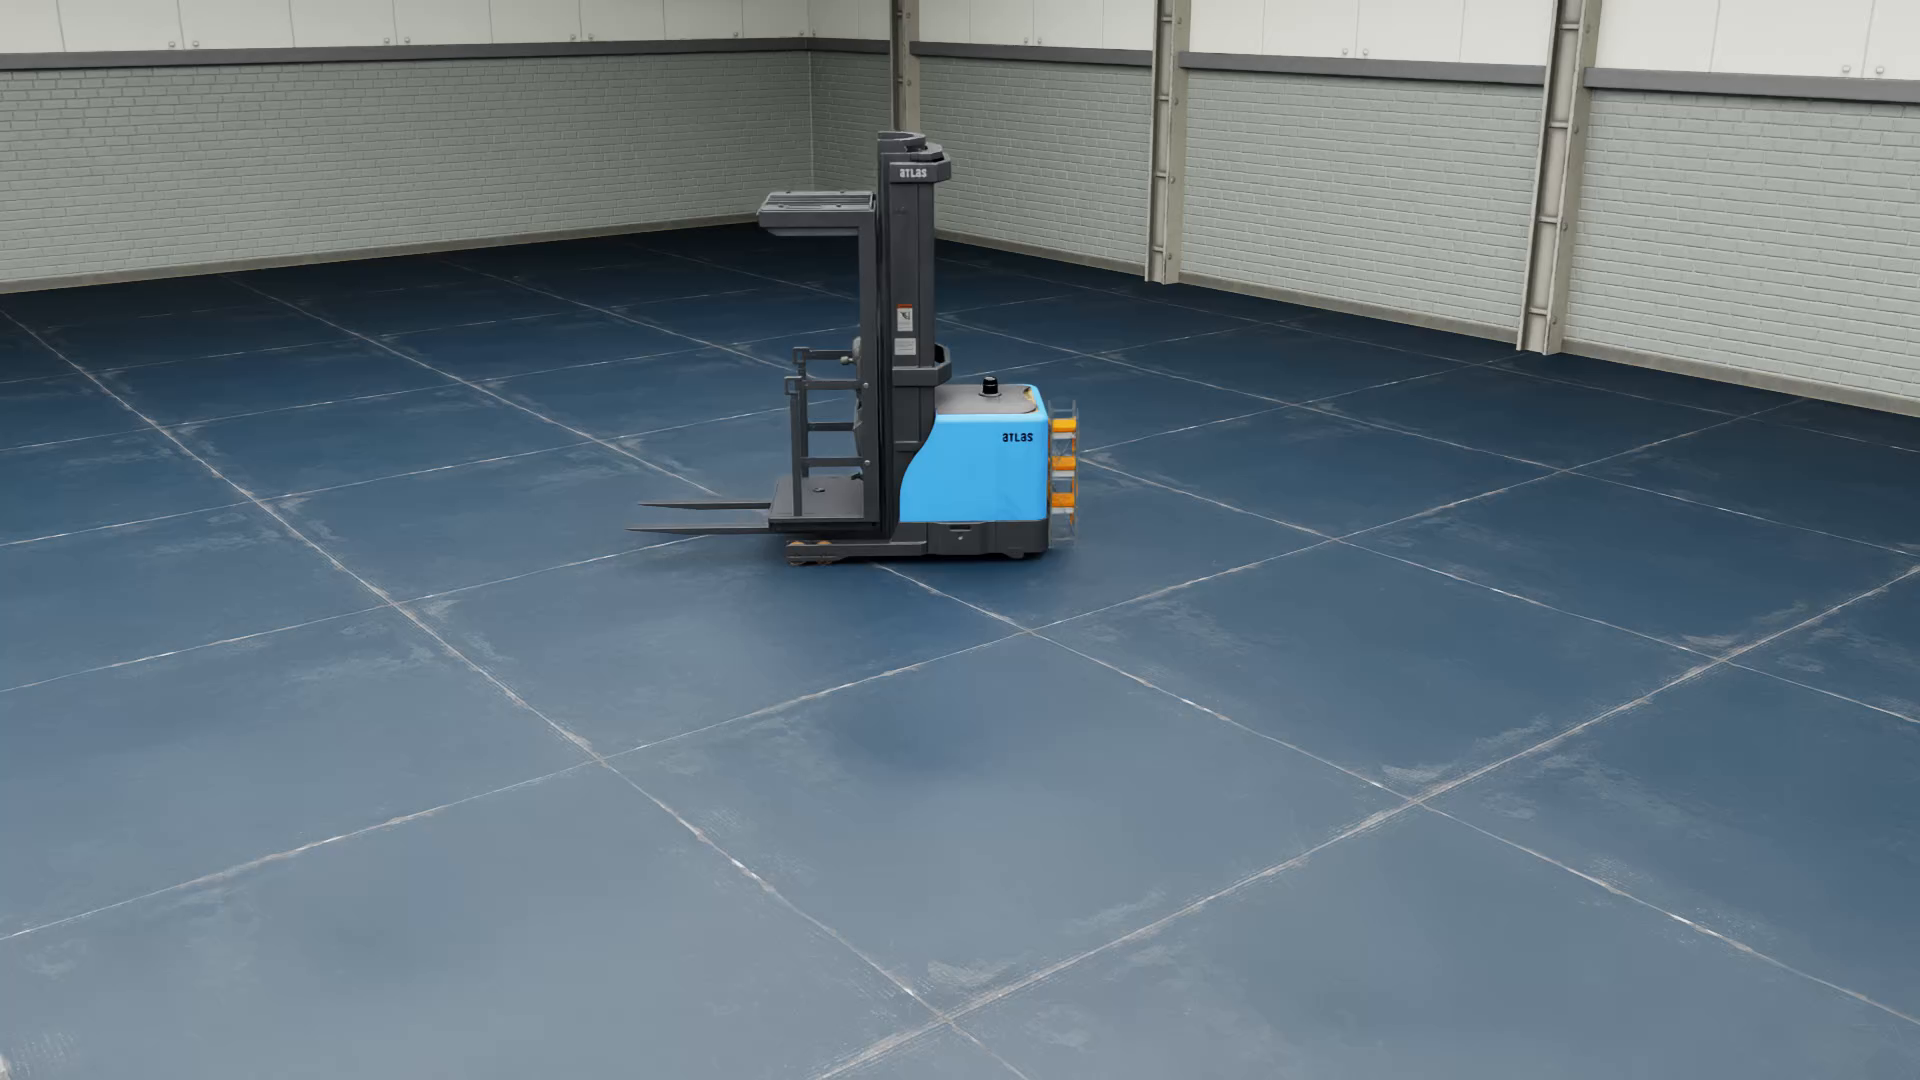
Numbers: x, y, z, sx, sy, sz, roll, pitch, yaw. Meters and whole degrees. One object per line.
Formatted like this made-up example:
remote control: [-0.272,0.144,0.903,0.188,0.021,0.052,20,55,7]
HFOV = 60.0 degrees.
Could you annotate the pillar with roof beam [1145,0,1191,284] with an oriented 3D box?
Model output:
pillar with roof beam: [-0.541,-7.055,19.354,9.100,9.000,0.400,-14,23,-36]

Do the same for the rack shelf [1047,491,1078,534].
rack shelf: [0.744,-0.204,12.225,0.215,0.259,0.240,-1,18,-2]

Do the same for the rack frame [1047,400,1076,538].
rack frame: [0.740,-0.516,12.250,0.200,1.050,0.008,-1,18,-2]

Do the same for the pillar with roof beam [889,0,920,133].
pillar with roof beam: [-4.266,-8.534,23.819,9.100,9.000,0.400,-14,23,-36]

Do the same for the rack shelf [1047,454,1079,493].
rack shelf: [0.744,-0.468,12.138,0.215,0.259,0.240,-1,18,-2]

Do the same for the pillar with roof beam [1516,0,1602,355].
pillar with roof beam: [3.184,-5.577,14.889,9.100,9.000,0.400,-14,23,-36]

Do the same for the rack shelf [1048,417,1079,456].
rack shelf: [0.744,-0.737,12.049,0.215,0.259,0.240,-1,18,-2]

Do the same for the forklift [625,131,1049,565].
forklift: [-0.897,-1.381,11.871,3.031,2.935,1.130,-1,18,-2]

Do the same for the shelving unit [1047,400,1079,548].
shelving unit: [0.744,-0.478,12.135,0.215,1.050,0.252,-1,18,-2]

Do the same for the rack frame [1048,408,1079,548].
rack frame: [0.749,-0.439,12.019,0.200,1.050,0.008,-1,18,-2]
